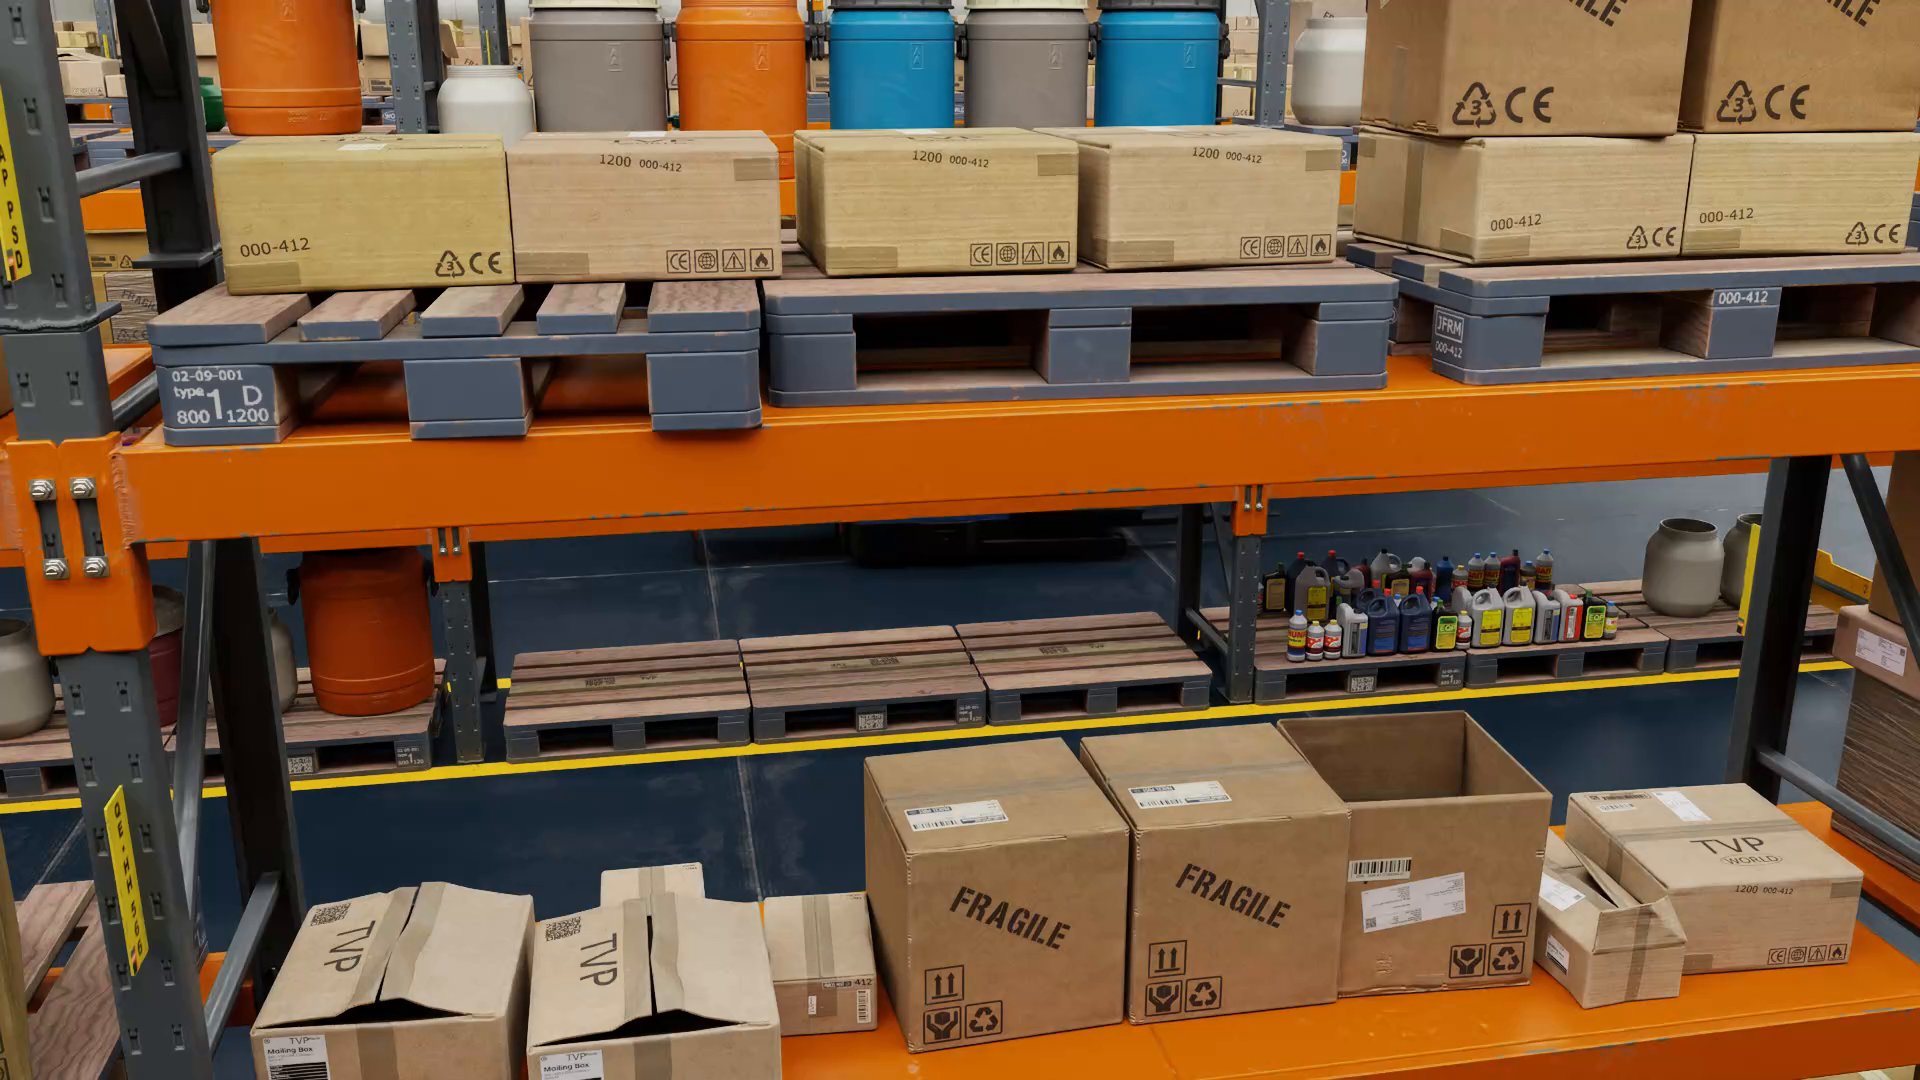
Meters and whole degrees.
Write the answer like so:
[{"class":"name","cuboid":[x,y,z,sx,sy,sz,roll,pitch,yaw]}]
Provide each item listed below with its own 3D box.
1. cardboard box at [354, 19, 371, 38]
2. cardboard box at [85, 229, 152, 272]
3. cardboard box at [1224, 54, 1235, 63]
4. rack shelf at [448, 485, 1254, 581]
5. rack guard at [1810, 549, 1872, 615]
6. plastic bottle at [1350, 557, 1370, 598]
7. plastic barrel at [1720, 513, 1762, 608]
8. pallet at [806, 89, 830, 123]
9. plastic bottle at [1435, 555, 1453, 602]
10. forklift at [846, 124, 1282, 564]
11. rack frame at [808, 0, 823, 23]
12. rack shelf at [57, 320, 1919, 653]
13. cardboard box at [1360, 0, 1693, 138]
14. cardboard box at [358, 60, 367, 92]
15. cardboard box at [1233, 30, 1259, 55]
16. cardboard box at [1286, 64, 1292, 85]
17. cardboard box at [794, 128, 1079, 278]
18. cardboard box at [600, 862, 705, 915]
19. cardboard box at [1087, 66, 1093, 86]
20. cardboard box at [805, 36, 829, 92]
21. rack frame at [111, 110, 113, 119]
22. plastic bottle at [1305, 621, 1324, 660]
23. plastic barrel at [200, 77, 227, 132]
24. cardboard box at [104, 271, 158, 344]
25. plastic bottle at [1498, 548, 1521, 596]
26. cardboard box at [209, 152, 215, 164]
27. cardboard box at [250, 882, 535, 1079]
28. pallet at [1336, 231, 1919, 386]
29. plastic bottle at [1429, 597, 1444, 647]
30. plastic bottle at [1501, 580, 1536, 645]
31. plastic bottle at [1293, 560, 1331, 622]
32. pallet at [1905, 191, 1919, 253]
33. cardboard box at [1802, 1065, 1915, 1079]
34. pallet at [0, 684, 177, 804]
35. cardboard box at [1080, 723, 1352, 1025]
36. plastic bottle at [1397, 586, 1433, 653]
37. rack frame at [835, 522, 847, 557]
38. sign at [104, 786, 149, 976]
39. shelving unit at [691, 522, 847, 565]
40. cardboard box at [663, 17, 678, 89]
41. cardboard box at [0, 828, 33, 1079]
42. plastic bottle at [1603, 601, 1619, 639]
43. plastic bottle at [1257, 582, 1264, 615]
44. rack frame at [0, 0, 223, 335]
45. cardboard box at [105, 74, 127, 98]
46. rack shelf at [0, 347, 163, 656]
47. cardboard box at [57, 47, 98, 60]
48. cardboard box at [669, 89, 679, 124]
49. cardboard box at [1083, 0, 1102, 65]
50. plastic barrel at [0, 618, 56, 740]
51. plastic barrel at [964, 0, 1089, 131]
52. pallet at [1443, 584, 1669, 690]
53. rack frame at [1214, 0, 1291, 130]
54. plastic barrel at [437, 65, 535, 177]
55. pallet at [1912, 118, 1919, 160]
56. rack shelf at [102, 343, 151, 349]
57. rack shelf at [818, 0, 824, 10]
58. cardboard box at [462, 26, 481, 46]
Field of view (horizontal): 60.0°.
[{"class":"cardboard box","cuboid":[-5.898,-5.006,16.420,0.258,0.266,0.396,-3,17,-10]},{"class":"cardboard box","cuboid":[-6.075,-2.276,12.233,0.637,0.503,0.797,-3,17,-10]},{"class":"cardboard box","cuboid":[2.802,-5.197,18.058,0.250,0.149,0.380,-3,17,-10]},{"class":"rack shelf","cuboid":[-0.546,-0.238,8.703,4.000,0.370,1.077,-3,17,-10]},{"class":"rack guard","cuboid":[5.279,0.297,9.995,0.348,0.500,1.175,-3,17,-10]},{"class":"plastic bottle","cuboid":[2.336,0.244,9.785,0.133,0.283,0.061,-2,17,-7]},{"class":"plastic barrel","cuboid":[4.713,0.131,9.798,0.421,0.512,0.421,0,17,0]},{"class":"pallet","cuboid":[-1.166,-3.403,12.993,1.003,0.211,1.213,-3,17,-10]},{"class":"plastic bottle","cuboid":[2.872,0.225,9.868,0.097,0.271,0.097,0,17,0]},{"class":"forklift","cuboid":[0.717,-1.413,11.421,3.031,2.935,1.130,-2,17,-7]},{"class":"rack frame","cuboid":[-2.347,-9.276,26.687,0.127,3.000,1.000,-3,17,-10]},{"class":"rack shelf","cuboid":[0.390,-0.244,3.613,4.000,0.370,1.077,-3,17,-10]},{"class":"cardboard box","cuboid":[1.186,-1.125,3.521,0.500,0.500,0.500,-2,17,-5]},{"class":"cardboard box","cuboid":[-5.784,-4.652,16.570,0.500,0.500,0.500,-3,17,-10]},{"class":"cardboard box","cuboid":[3.136,-5.425,18.118,0.500,0.250,0.500,-3,17,-10]},{"class":"cardboard box","cuboid":[2.635,-3.719,13.279,0.250,0.149,0.380,-4,18,-13]},{"class":"cardboard box","cuboid":[-0.064,-0.710,3.445,0.500,0.250,0.500,-4,17,-12]},{"class":"cardboard box","cuboid":[-0.743,0.948,4.044,0.250,0.149,0.380,-3,17,-10]},{"class":"cardboard box","cuboid":[0.856,-3.603,12.902,0.250,0.149,0.380,-4,17,-12]},{"class":"cardboard box","cuboid":[-0.927,-3.755,12.928,0.637,0.503,0.797,-3,17,-8]},{"class":"rack frame","cuboid":[-8.218,-3.111,16.832,0.127,3.000,1.000,-3,17,-10]},{"class":"plastic bottle","cuboid":[1.913,0.537,8.971,0.097,0.201,0.097,0,17,0]},{"class":"plastic barrel","cuboid":[-3.594,-2.038,7.779,0.294,0.245,0.294,0,17,0]},{"class":"cardboard box","cuboid":[-5.893,-1.733,12.175,0.500,0.500,0.500,-4,17,-12]},{"class":"plastic bottle","cuboid":[3.280,0.191,9.960,0.133,0.283,0.061,-3,17,-10]},{"class":"cardboard box","cuboid":[-9.668,-4.952,20.953,0.500,0.500,0.500,-3,17,-11]},{"class":"cardboard box","cuboid":[-1.208,0.993,3.623,0.500,0.311,0.500,-2,17,-7]},{"class":"pallet","cuboid":[1.490,-0.555,3.726,1.217,0.209,0.805,-4,18,-13]},{"class":"plastic bottle","cuboid":[2.612,0.446,9.149,0.097,0.271,0.097,0,17,0]},{"class":"plastic bottle","cuboid":[3.074,0.393,9.187,0.185,0.351,0.144,-3,17,-8]},{"class":"plastic bottle","cuboid":[2.023,0.285,9.537,0.185,0.351,0.144,-3,17,-10]},{"class":"pallet","cuboid":[3.186,-0.712,4.062,1.213,0.211,1.003,-3,17,-10]},{"class":"cardboard box","cuboid":[2.768,1.760,4.942,0.500,0.250,0.500,-3,17,-10]},{"class":"pallet","cuboid":[-4.471,0.985,8.244,1.213,0.211,1.003,-3,17,-10]},{"class":"cardboard box","cuboid":[0.588,0.782,3.986,0.500,0.500,0.500,-3,17,-10]},{"class":"plastic bottle","cuboid":[2.474,0.427,9.076,0.185,0.351,0.144,-4,18,-13]},{"class":"rack frame","cuboid":[-0.836,-0.494,11.505,0.032,1.125,0.500,-3,17,-9]},{"class":"sign","cuboid":[-1.461,0.598,2.919,0.005,0.325,0.100,-3,17,-10]},{"class":"shelving unit","cuboid":[-1.337,-0.469,11.422,1.048,1.125,0.538,-3,17,-9]},{"class":"cardboard box","cuboid":[-1.948,-3.628,12.385,0.500,0.500,0.500,-4,17,-12]},{"class":"cardboard box","cuboid":[-2.171,0.777,3.289,0.500,0.500,0.700,-10,20,-29]},{"class":"plastic bottle","cuboid":[3.625,0.440,9.287,0.097,0.201,0.097,0,17,0]},{"class":"plastic bottle","cuboid":[1.715,0.324,9.665,0.097,0.201,0.097,0,17,0]},{"class":"rack frame","cuboid":[-1.574,-1.910,2.704,0.127,3.000,1.000,-3,17,-10]},{"class":"cardboard box","cuboid":[-5.886,-3.230,11.822,0.250,0.149,0.380,-4,18,-13]},{"class":"rack shelf","cuboid":[-3.537,-0.021,2.888,4.000,0.370,1.077,-3,17,-10]},{"class":"cardboard box","cuboid":[-8.623,-4.613,16.018,0.500,0.250,0.500,-4,18,-13]},{"class":"cardboard box","cuboid":[-1.933,-3.273,12.506,0.500,0.250,0.500,-3,17,-9]},{"class":"cardboard box","cuboid":[0.872,-4.083,13.358,0.500,0.500,0.500,-4,17,-12]},{"class":"plastic barrel","cuboid":[-4.633,0.670,8.043,0.421,0.512,0.421,0,17,0]},{"class":"plastic barrel","cuboid":[0.317,-2.240,8.032,0.600,0.901,0.600,0,17,0]},{"class":"pallet","cuboid":[3.285,0.545,9.677,1.213,0.211,1.003,-3,17,-10]},{"class":"rack frame","cuboid":[1.418,-3.561,8.079,0.127,3.000,1.000,-3,17,-10]},{"class":"plastic barrel","cuboid":[-2.147,-1.887,7.547,0.421,0.512,0.421,0,17,0]},{"class":"pallet","cuboid":[4.514,-2.242,9.215,1.213,0.211,1.003,-3,17,-10]},{"class":"rack shelf","cuboid":[-5.413,-1.443,12.626,4.000,0.370,1.077,-3,17,-10]},{"class":"rack shelf","cuboid":[-0.384,-8.853,27.214,4.000,0.370,1.077,-3,17,-10]},{"class":"cardboard box","cuboid":[-6.265,-6.328,21.310,0.500,0.500,0.700,-4,18,-13]}]
